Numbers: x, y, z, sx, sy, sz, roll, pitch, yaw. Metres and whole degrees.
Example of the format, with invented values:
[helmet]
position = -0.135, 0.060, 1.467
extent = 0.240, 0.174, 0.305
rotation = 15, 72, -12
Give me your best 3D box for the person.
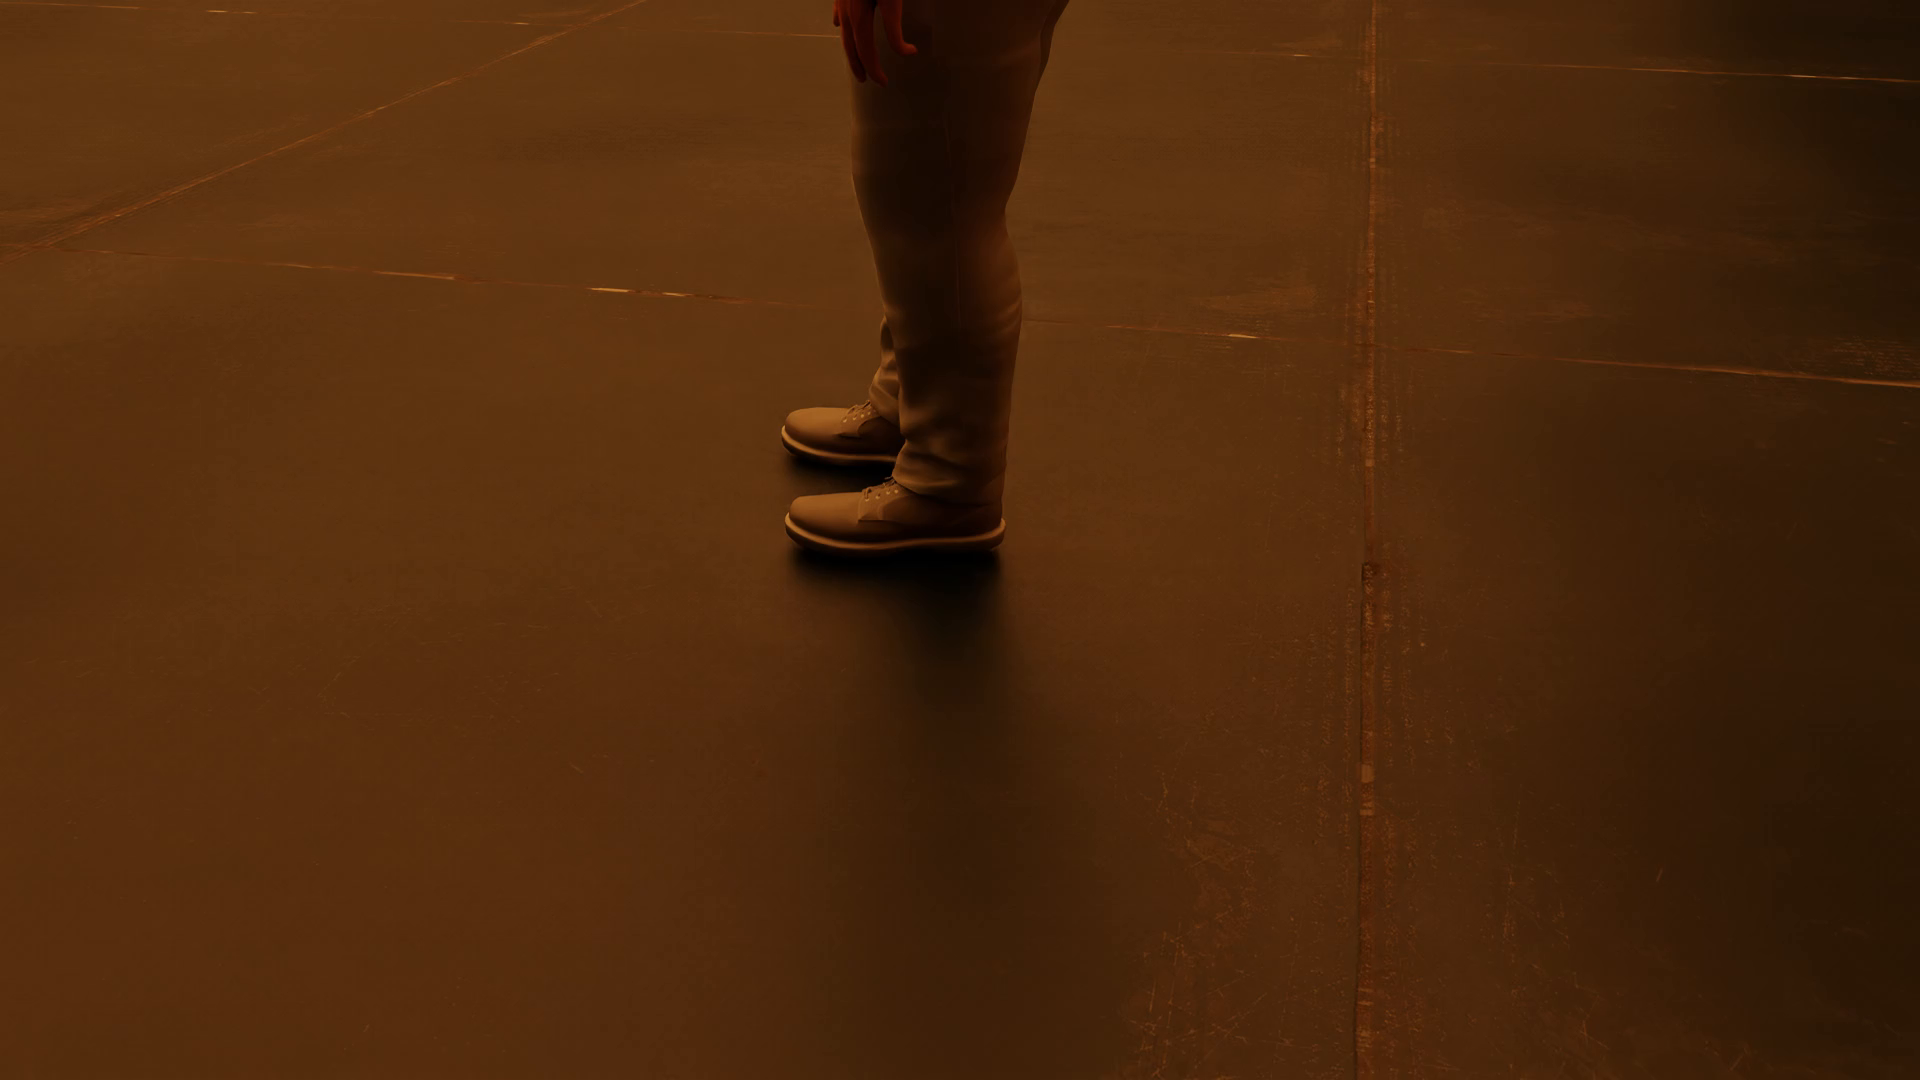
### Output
[person]
position = -0.073, -0.815, 2.121
extent = 0.575, 1.780, 0.640
rotation = 6, 27, 11
